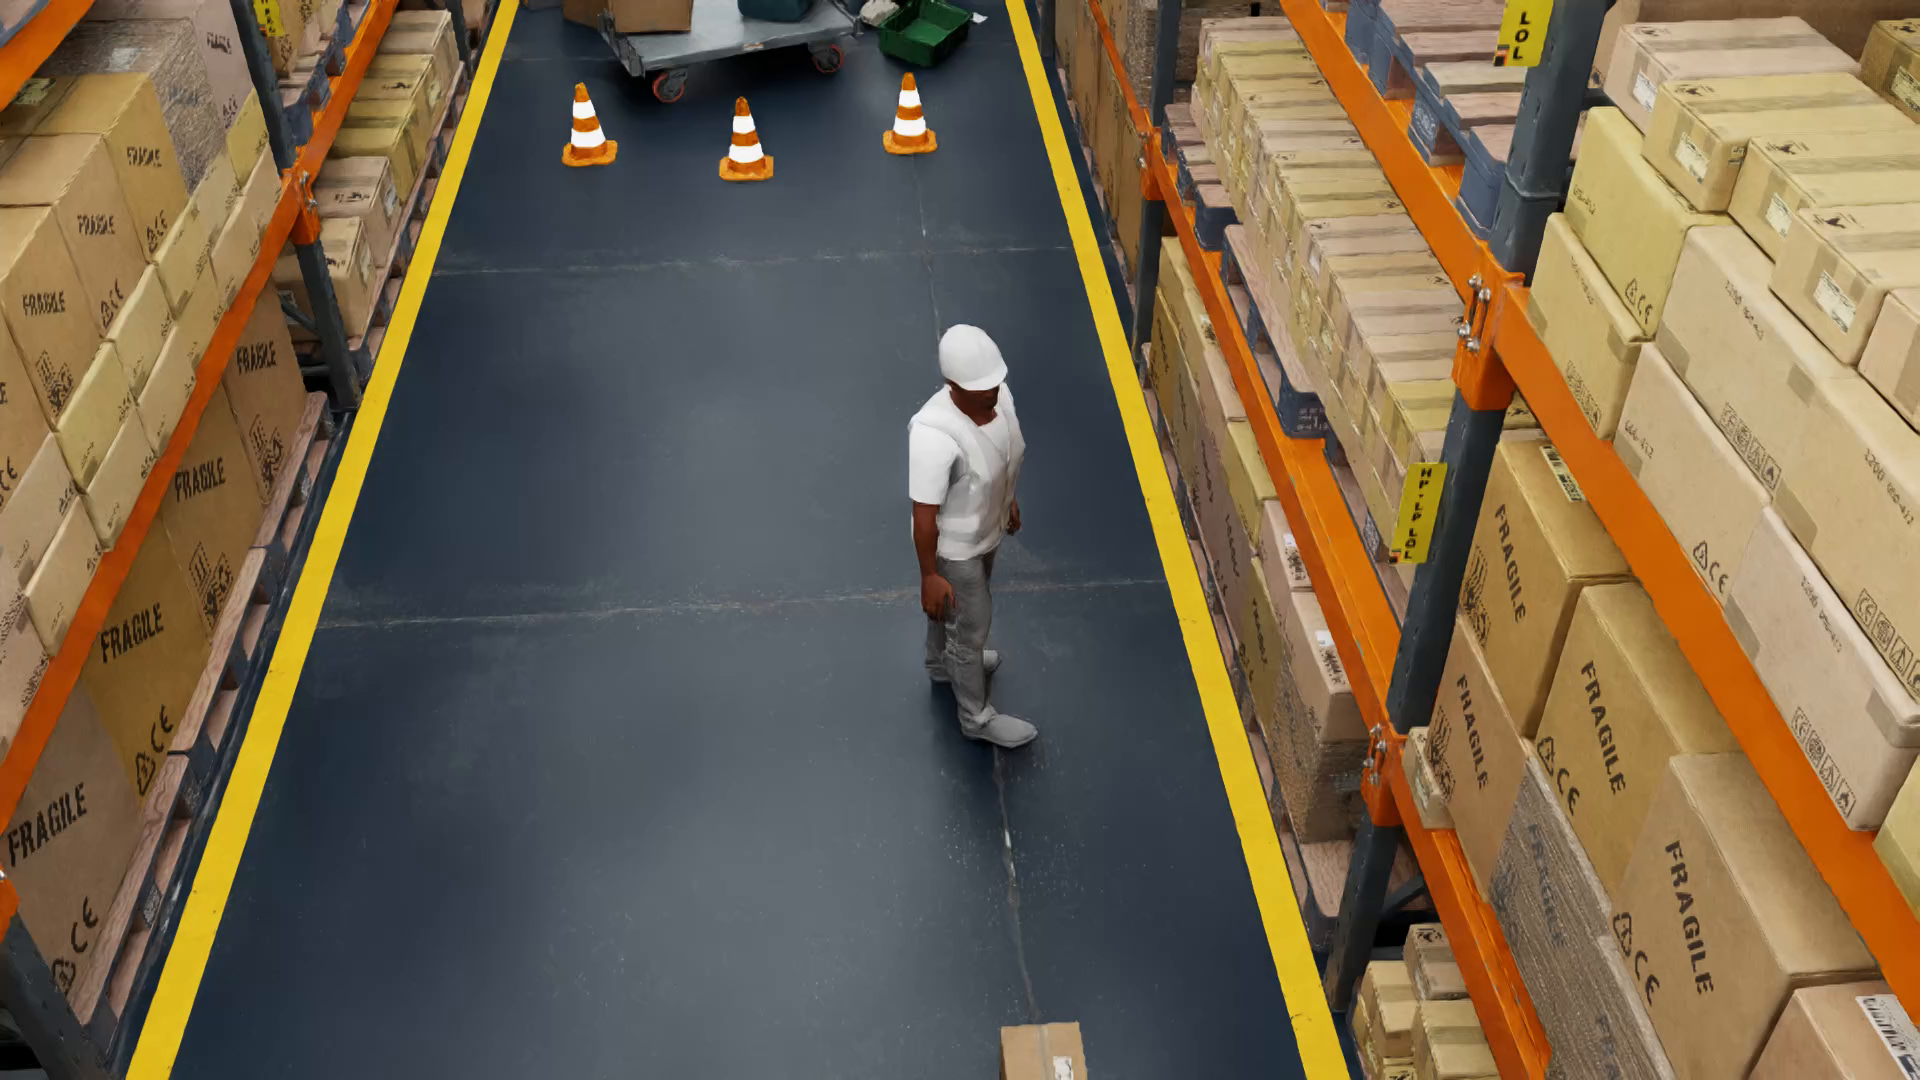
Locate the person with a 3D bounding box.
[{"bbox_3d":[0.072,-0.002,6.099,0.571,1.763,0.675,16,42,19],"label":"person"}]
